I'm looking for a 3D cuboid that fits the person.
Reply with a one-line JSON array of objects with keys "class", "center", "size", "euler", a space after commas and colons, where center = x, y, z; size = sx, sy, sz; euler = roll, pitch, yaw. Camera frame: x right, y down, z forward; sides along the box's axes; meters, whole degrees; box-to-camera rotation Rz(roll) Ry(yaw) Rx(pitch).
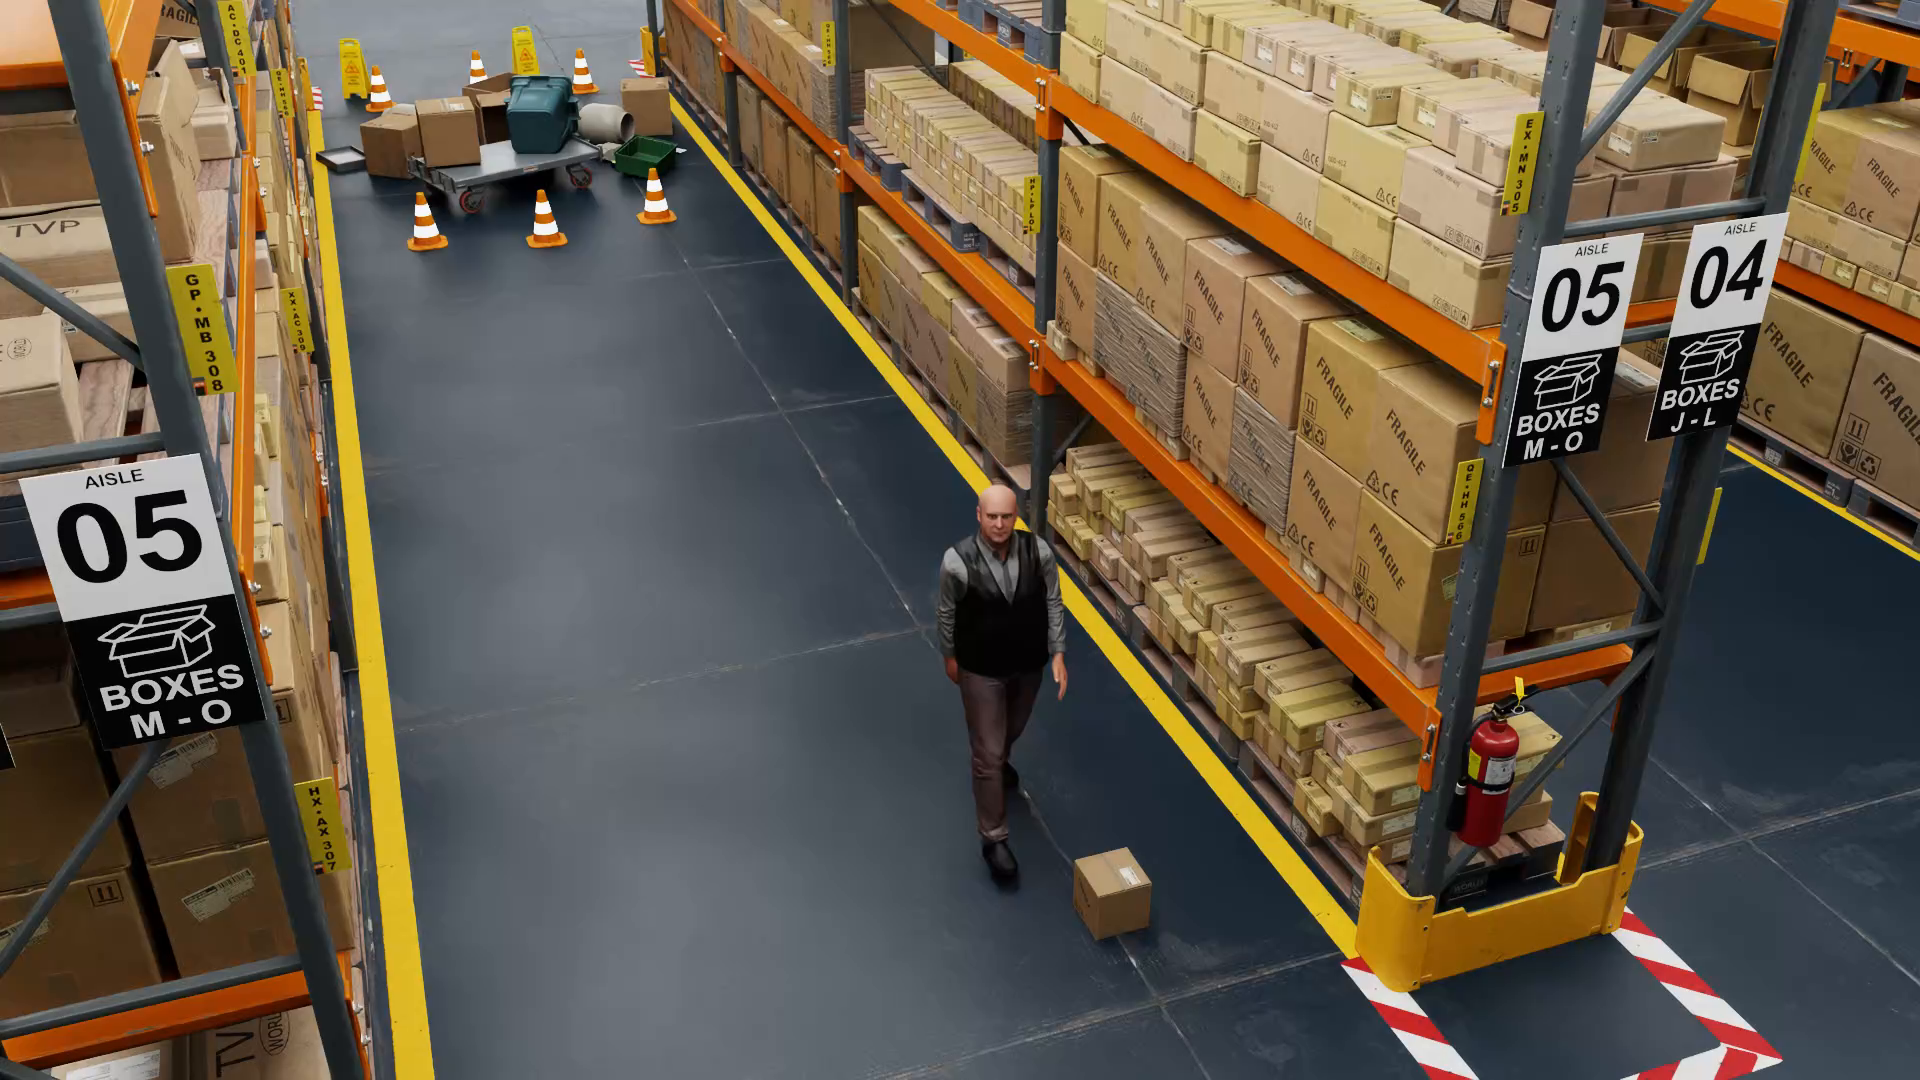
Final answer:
[{"class": "person", "center": [0.222, 0.585, 7.353], "size": [0.539, 1.686, 0.914], "euler": [-10, 31, -17]}]
